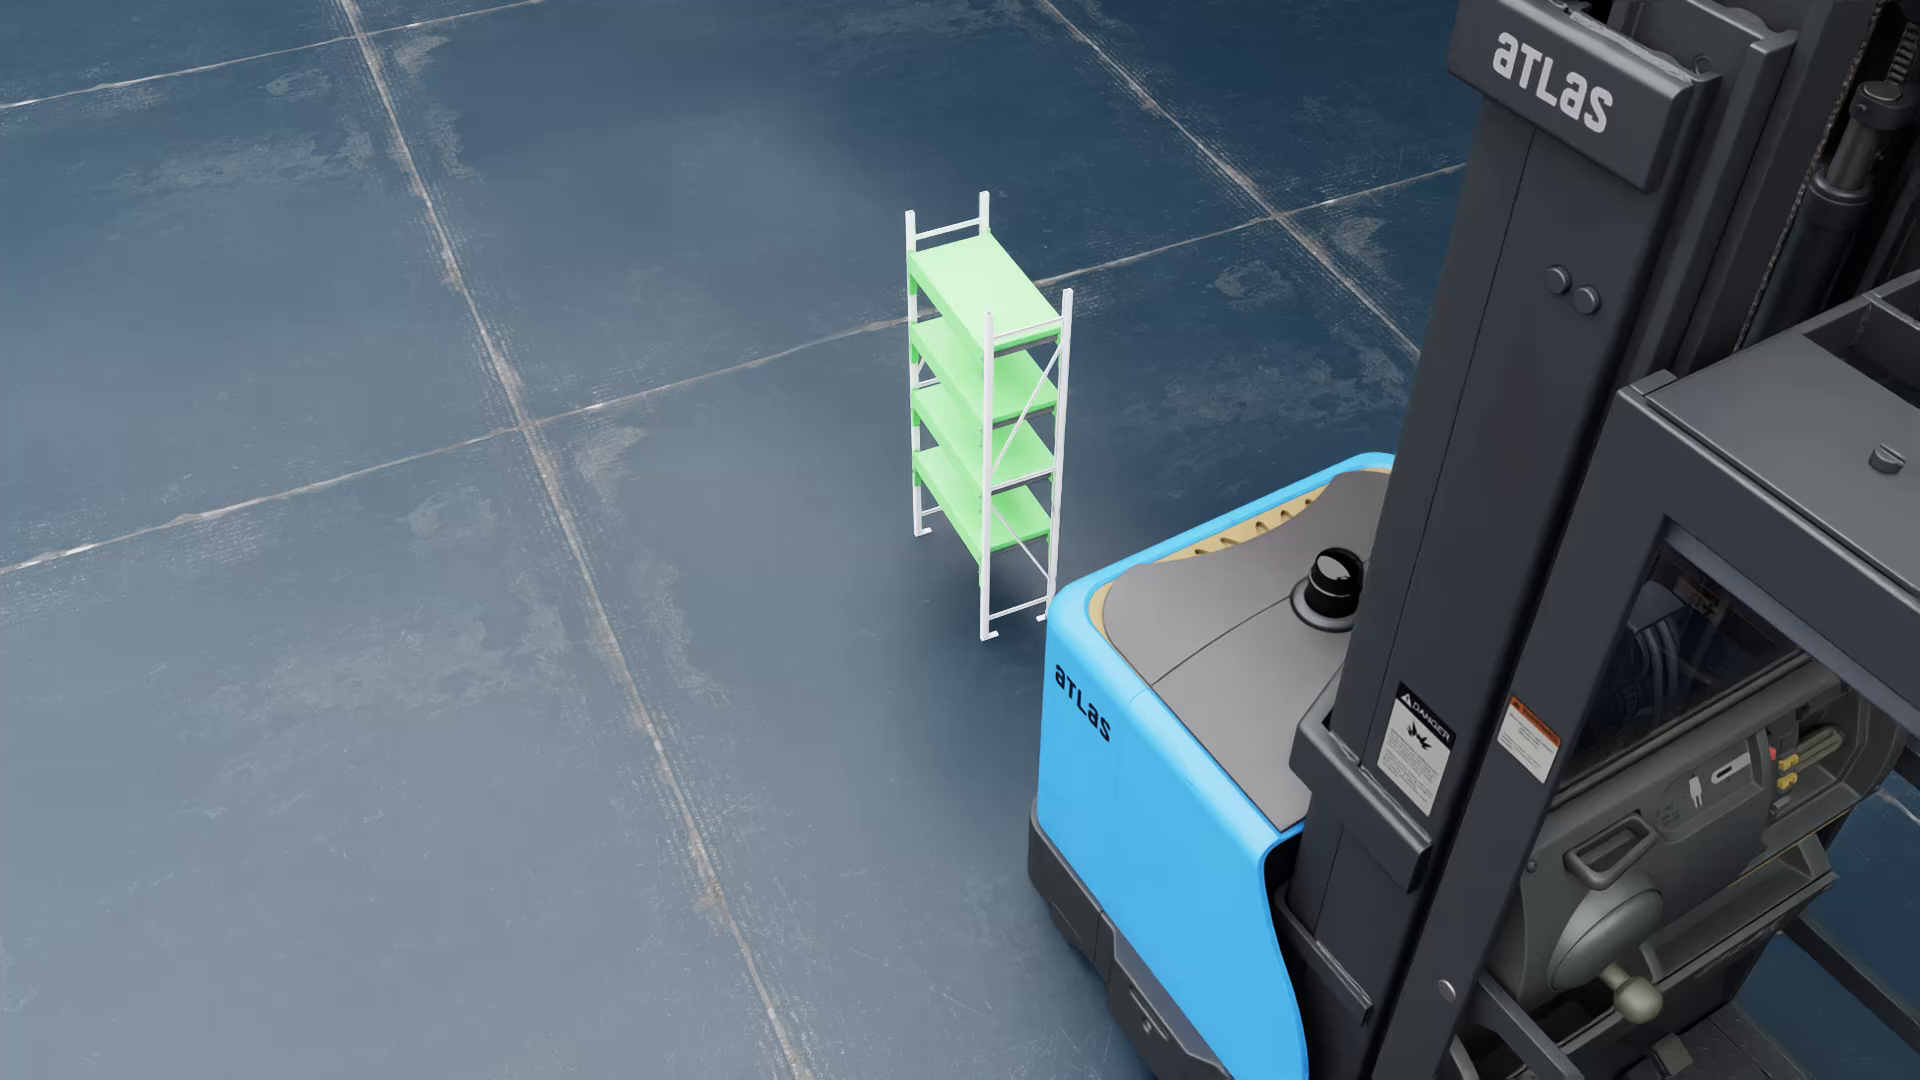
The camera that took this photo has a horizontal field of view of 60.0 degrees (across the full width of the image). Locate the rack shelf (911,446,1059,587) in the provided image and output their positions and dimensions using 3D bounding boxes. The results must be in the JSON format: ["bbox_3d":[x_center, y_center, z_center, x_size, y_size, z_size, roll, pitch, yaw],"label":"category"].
[{"bbox_3d":[0.070,-0.105,4.935,0.258,0.148,0.480,-18,47,-17],"label":"rack shelf"}]

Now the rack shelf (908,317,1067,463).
[{"bbox_3d":[0.070,-0.447,4.598,0.258,0.148,0.480,-18,47,-17],"label":"rack shelf"}]

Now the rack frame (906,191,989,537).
[{"bbox_3d":[-0.033,-0.477,4.879,0.240,1.200,0.015,-18,47,-17],"label":"rack frame"}]

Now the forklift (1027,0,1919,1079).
[{"bbox_3d":[1.364,0.550,2.606,1.130,2.935,3.031,-23,49,-22],"label":"forklift"}]

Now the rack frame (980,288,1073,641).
[{"bbox_3d":[0.172,-0.166,4.564,0.240,1.200,0.015,-18,47,-17],"label":"rack frame"}]

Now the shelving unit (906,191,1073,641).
[{"bbox_3d":[0.070,-0.322,4.722,0.258,1.200,0.503,-18,47,-17],"label":"shelving unit"}]

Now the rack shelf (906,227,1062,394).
[{"bbox_3d":[0.070,-0.618,4.429,0.258,0.148,0.480,-18,47,-17],"label":"rack shelf"}]

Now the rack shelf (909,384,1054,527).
[{"bbox_3d":[0.070,-0.276,4.767,0.258,0.148,0.480,-18,47,-17],"label":"rack shelf"}]
